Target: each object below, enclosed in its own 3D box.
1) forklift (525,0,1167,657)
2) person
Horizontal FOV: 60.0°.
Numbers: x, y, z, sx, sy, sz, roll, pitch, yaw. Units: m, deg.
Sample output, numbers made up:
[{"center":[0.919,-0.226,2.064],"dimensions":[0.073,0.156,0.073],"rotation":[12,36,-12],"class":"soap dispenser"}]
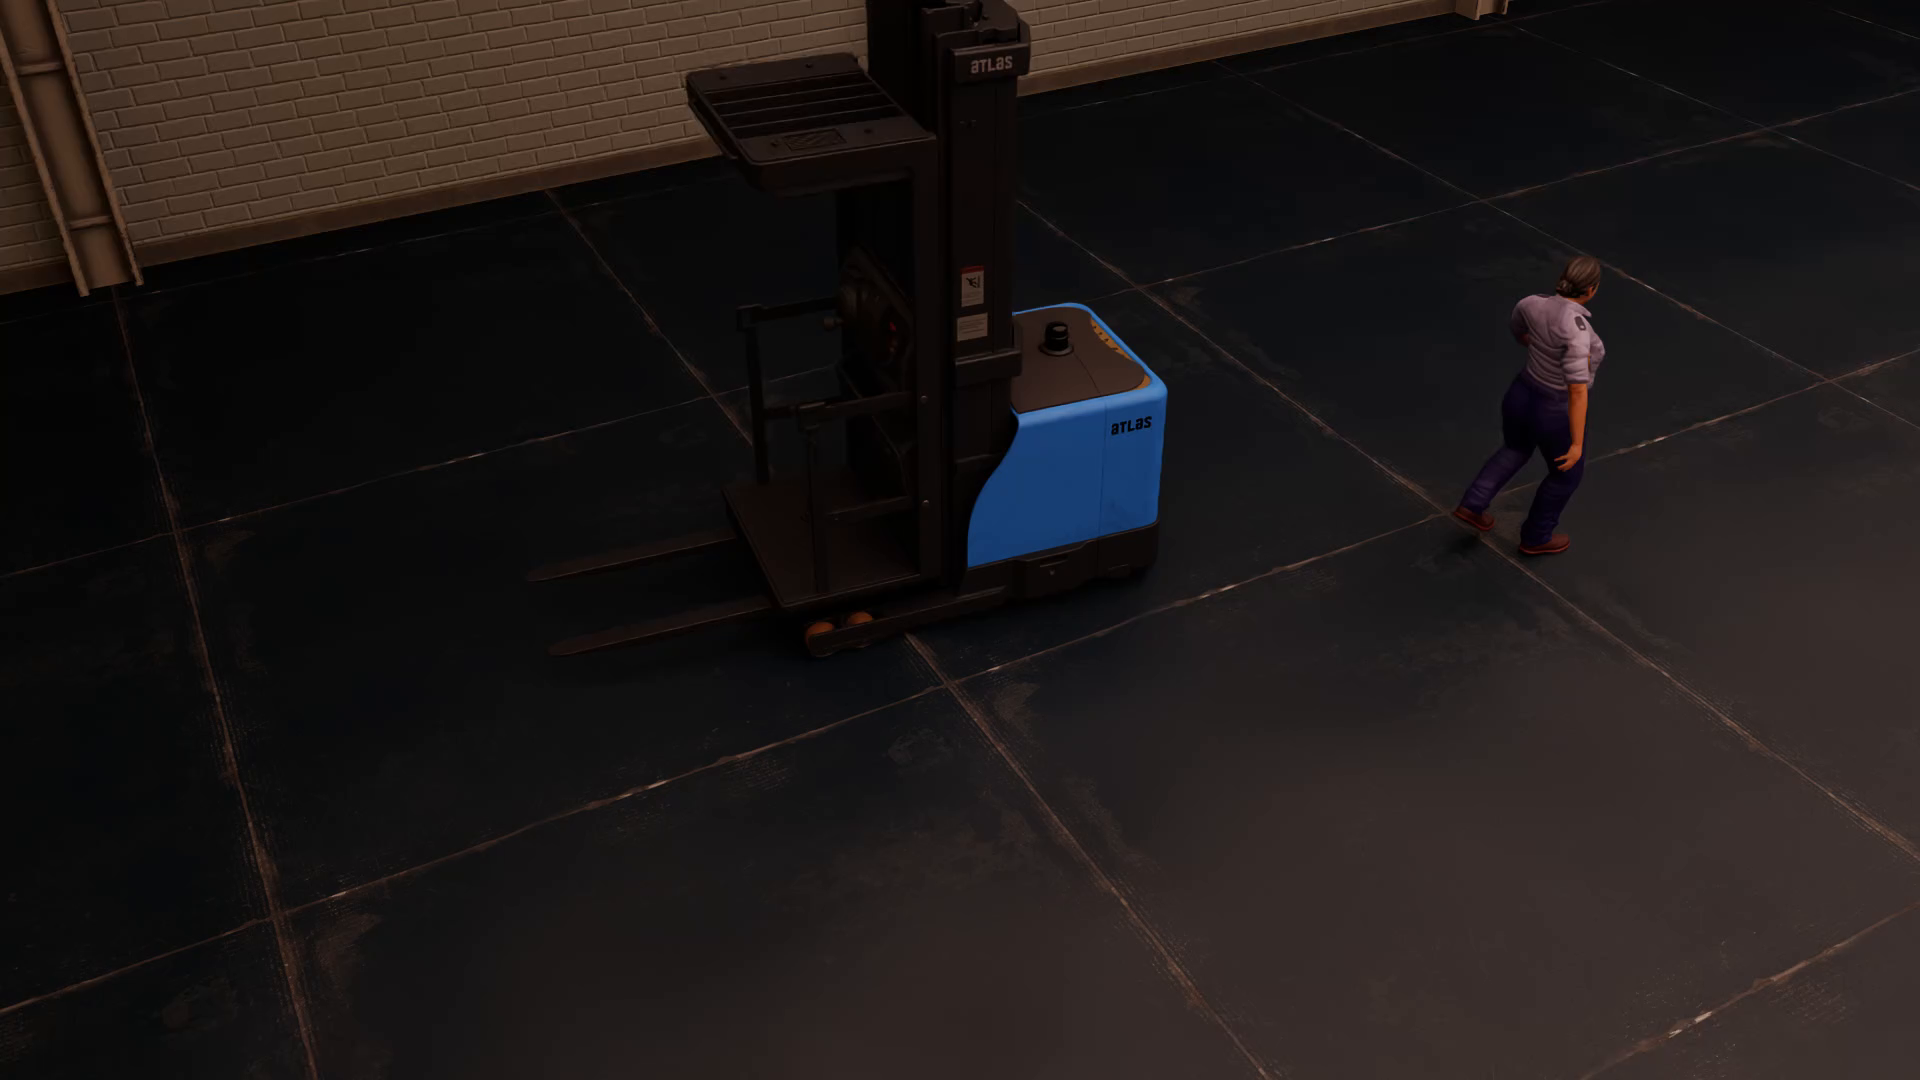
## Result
[{"center":[-0.573,-0.989,7.522],"dimensions":[3.031,2.935,1.130],"rotation":[-13,37,-17],"class":"forklift"},{"center":[2.865,-0.636,8.156],"dimensions":[0.605,1.632,0.751],"rotation":[-16,38,-22],"class":"person"}]
